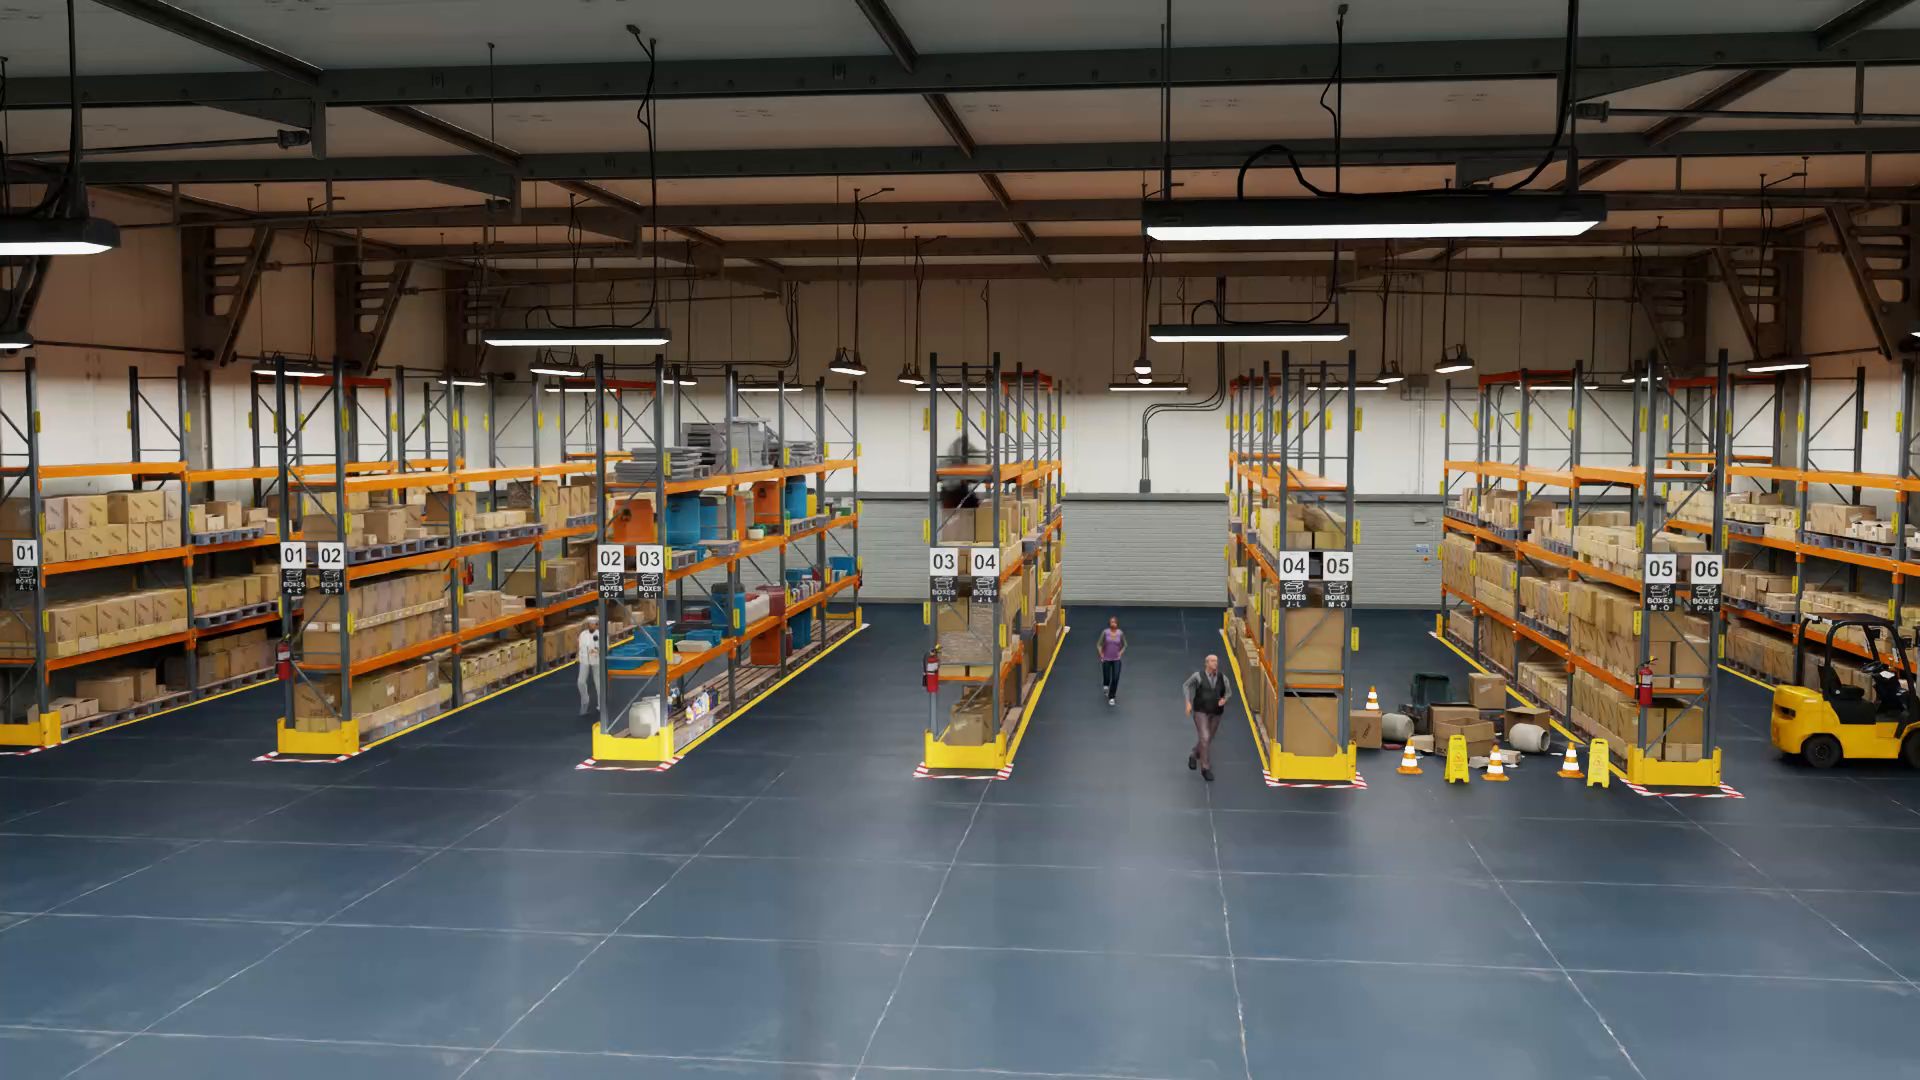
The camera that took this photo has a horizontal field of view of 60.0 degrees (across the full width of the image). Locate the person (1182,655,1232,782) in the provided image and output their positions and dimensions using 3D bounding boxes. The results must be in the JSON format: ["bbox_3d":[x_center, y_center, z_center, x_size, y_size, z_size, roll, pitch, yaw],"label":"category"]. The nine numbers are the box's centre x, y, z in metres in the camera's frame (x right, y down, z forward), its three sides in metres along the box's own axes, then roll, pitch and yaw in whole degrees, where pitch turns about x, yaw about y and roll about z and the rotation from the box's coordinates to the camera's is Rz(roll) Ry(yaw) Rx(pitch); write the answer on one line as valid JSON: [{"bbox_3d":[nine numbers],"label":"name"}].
[{"bbox_3d":[3.542,2.477,23.494,0.665,1.701,0.901,-1,4,-14],"label":"person"}]

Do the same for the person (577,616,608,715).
[{"bbox_3d":[-6.321,2.158,28.574,0.594,1.701,0.775,0,4,2],"label":"person"}]

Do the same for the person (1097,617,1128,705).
[{"bbox_3d":[2.712,2.136,29.625,0.542,1.562,0.580,0,4,0],"label":"person"}]
